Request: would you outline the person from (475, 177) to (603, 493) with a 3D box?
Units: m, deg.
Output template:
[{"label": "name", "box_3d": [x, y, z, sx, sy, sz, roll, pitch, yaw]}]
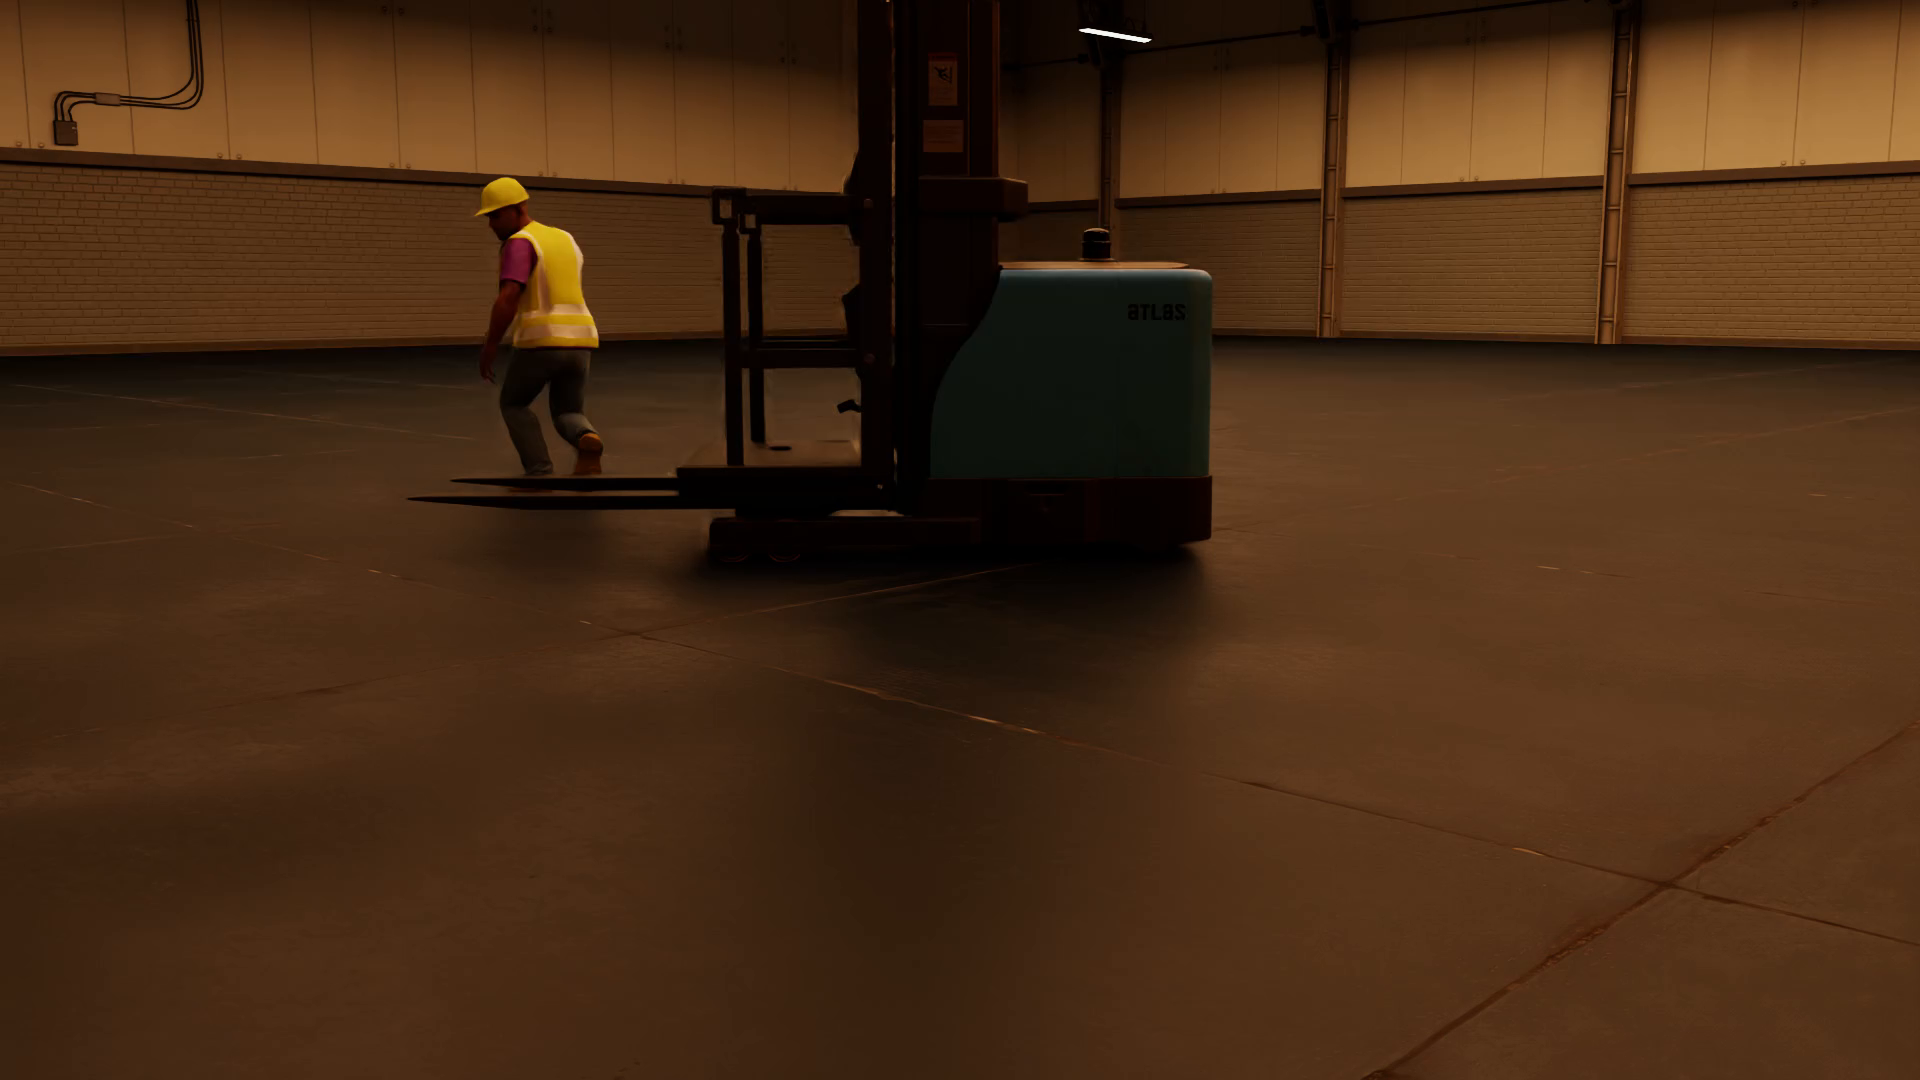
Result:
[{"label": "person", "box_3d": [-2.037, -0.986, 8.115, 0.706, 1.543, 0.744, 7, 11, 41]}]

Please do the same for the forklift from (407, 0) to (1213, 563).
[{"label": "forklift", "box_3d": [-0.581, -1.443, 6.458, 3.031, 2.935, 1.130, 0, 9, -2]}]
